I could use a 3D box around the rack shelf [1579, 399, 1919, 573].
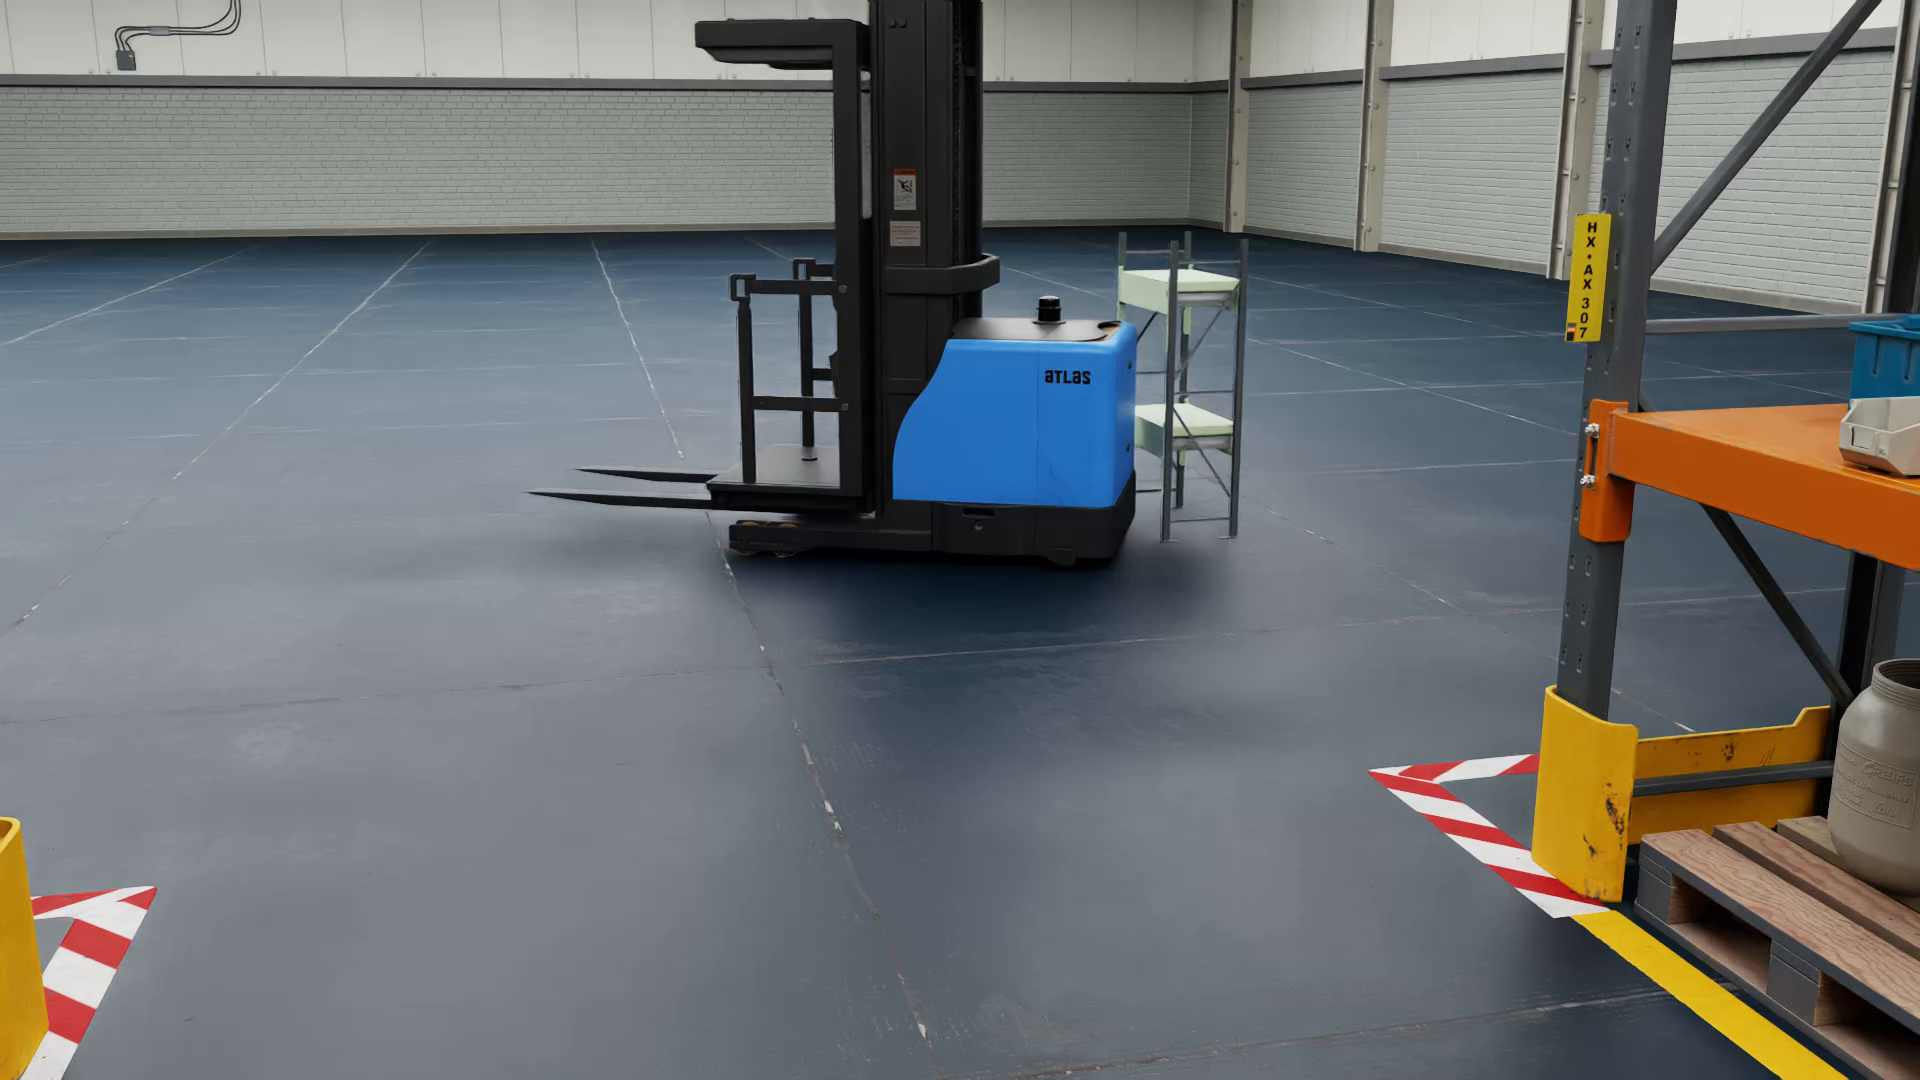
[{"bbox_3d":[2.624,0.241,2.636,1.077,0.370,4.000,-3,14,-13],"label":"rack shelf"}]

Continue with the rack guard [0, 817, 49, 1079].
[{"bbox_3d":[-2.642,0.938,3.535,1.175,0.500,0.348,-3,14,-13],"label":"rack guard"}]

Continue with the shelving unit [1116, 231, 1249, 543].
[{"bbox_3d":[1.121,-0.811,8.585,0.431,1.500,0.755,-3,14,-14],"label":"shelving unit"}]

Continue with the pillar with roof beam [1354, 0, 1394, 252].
[{"bbox_3d":[2.968,-9.220,27.204,9.100,9.000,0.400,-3,14,-13],"label":"pillar with roof beam"}]

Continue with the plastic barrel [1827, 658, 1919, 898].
[{"bbox_3d":[2.383,0.582,4.081,0.421,0.512,0.421,0,14,0],"label":"plastic barrel"}]

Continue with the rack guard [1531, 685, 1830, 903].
[{"bbox_3d":[2.218,0.659,4.675,1.175,0.500,0.348,-3,14,-13],"label":"rack guard"}]

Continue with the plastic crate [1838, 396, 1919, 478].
[{"bbox_3d":[2.052,-0.217,3.552,0.298,0.136,0.250,-3,14,-13],"label":"plastic crate"}]

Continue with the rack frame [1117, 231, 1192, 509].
[{"bbox_3d":[1.029,-0.895,8.929,0.400,1.500,0.023,-3,14,-14],"label":"rack frame"}]

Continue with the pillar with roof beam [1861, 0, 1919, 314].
[{"bbox_3d":[5.787,-6.452,15.873,9.100,9.000,0.400,-3,14,-13],"label":"pillar with roof beam"}]

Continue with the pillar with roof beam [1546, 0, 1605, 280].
[{"bbox_3d":[4.378,-7.836,21.539,9.100,9.000,0.400,-3,14,-13],"label":"pillar with roof beam"}]

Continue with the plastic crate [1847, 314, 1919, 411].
[{"bbox_3d":[2.563,-0.399,4.053,0.499,0.251,0.616,-3,14,-13],"label":"plastic crate"}]

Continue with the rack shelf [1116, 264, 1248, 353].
[{"bbox_3d":[1.121,-1.190,8.492,0.431,0.370,0.720,-3,14,-14],"label":"rack shelf"}]

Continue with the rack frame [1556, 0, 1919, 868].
[{"bbox_3d":[2.154,-0.570,4.440,1.000,3.000,0.127,-3,14,-13],"label":"rack frame"}]

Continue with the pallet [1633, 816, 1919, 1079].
[{"bbox_3d":[2.404,0.987,3.941,1.003,0.211,1.213,-3,14,-13],"label":"pallet"}]

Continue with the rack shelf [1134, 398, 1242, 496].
[{"bbox_3d":[1.121,-0.494,8.662,0.431,0.370,0.720,-3,14,-14],"label":"rack shelf"}]

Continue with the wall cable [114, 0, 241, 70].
[{"bbox_3d":[-15.050,-12.019,31.496,2.305,6.003,0.169,-3,14,-13],"label":"wall cable"}]

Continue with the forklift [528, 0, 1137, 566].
[{"bbox_3d":[-0.660,-1.456,8.212,3.031,2.935,1.130,3,14,11],"label":"forklift"}]

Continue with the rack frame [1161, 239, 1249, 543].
[{"bbox_3d":[1.212,-0.727,8.241,0.400,1.500,0.023,-3,14,-14],"label":"rack frame"}]

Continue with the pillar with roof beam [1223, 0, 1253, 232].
[{"bbox_3d":[1.559,-10.604,32.870,9.100,9.000,0.400,-3,14,-13],"label":"pillar with roof beam"}]

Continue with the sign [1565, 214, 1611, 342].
[{"bbox_3d":[1.619,-0.675,4.285,0.100,0.325,0.005,-3,14,-13],"label":"sign"}]
